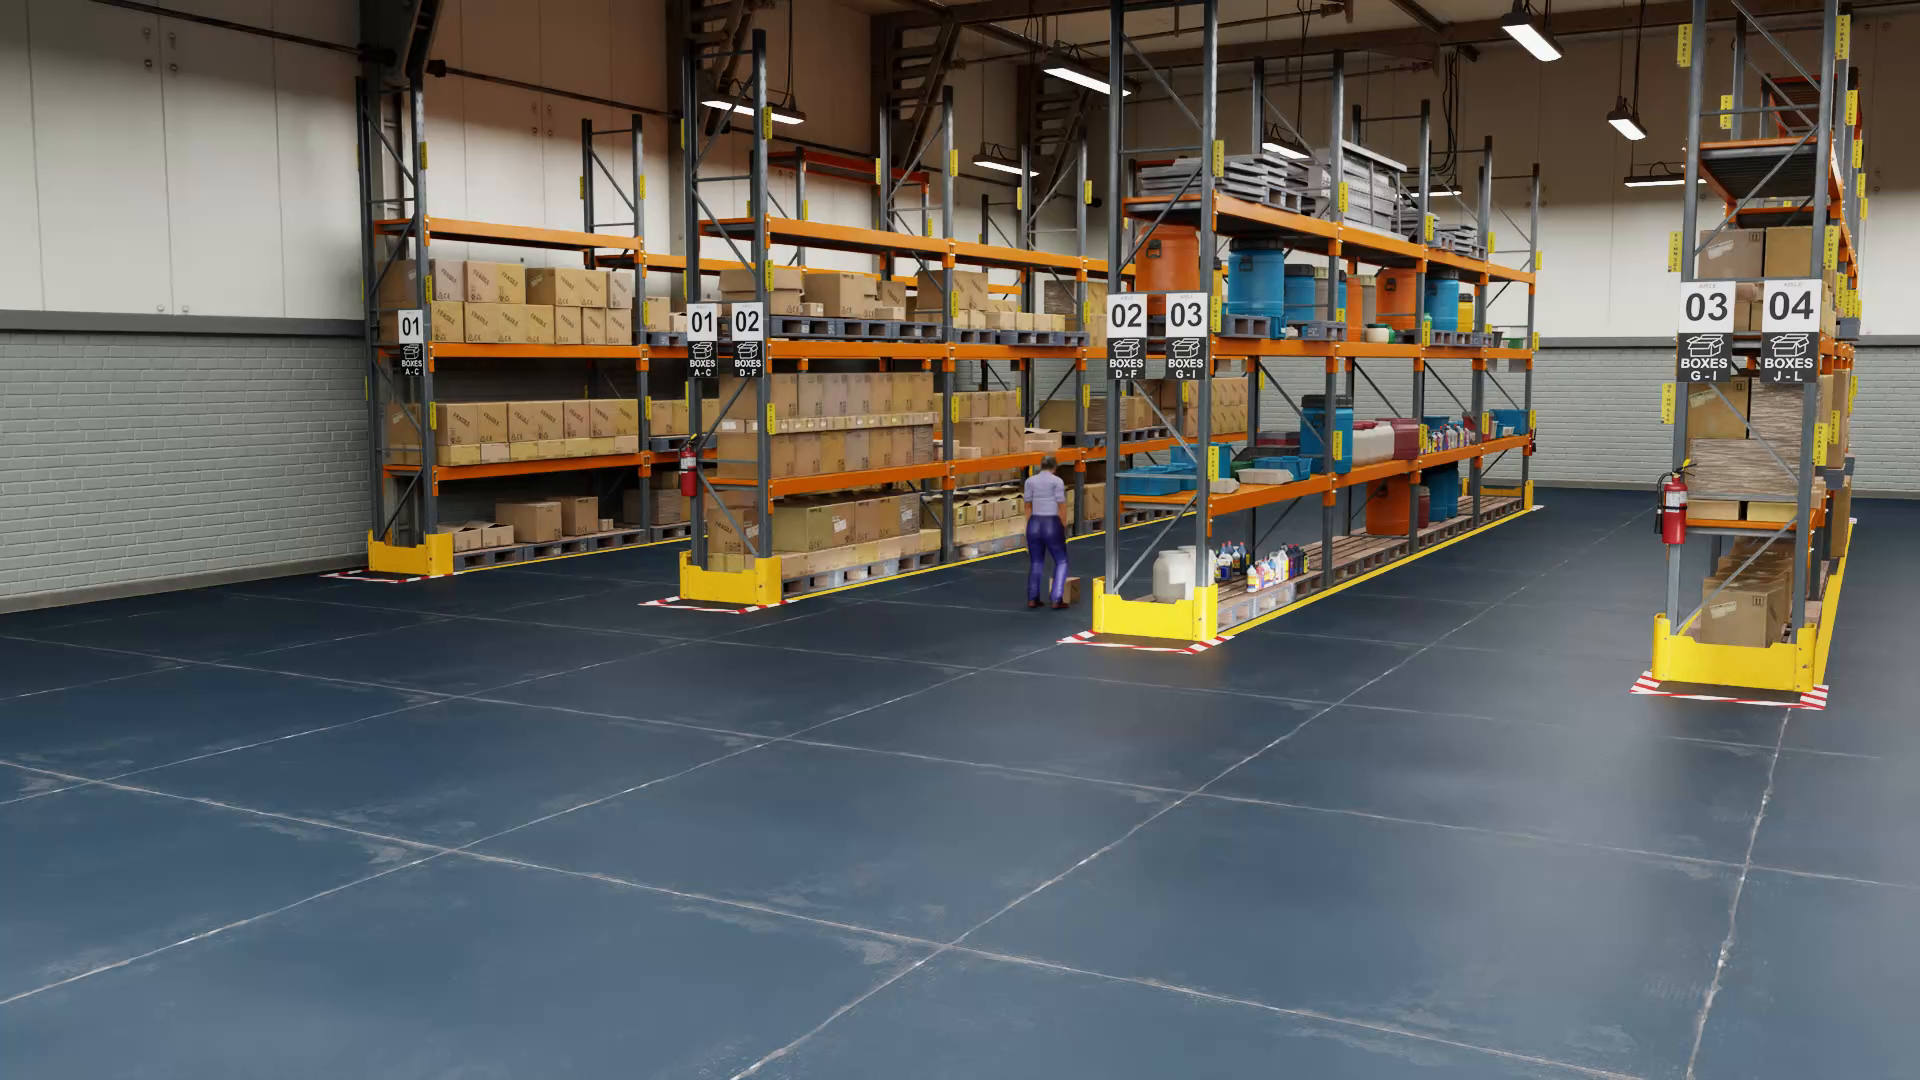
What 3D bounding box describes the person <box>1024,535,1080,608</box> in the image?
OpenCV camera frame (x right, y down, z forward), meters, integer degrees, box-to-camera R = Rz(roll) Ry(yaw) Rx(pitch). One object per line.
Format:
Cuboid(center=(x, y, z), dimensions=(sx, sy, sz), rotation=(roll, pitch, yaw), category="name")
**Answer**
Cuboid(center=(0.992, 0.340, 17.665), dimensions=(0.508, 0.746, 0.891), rotation=(3, 7, 27), category="person")
